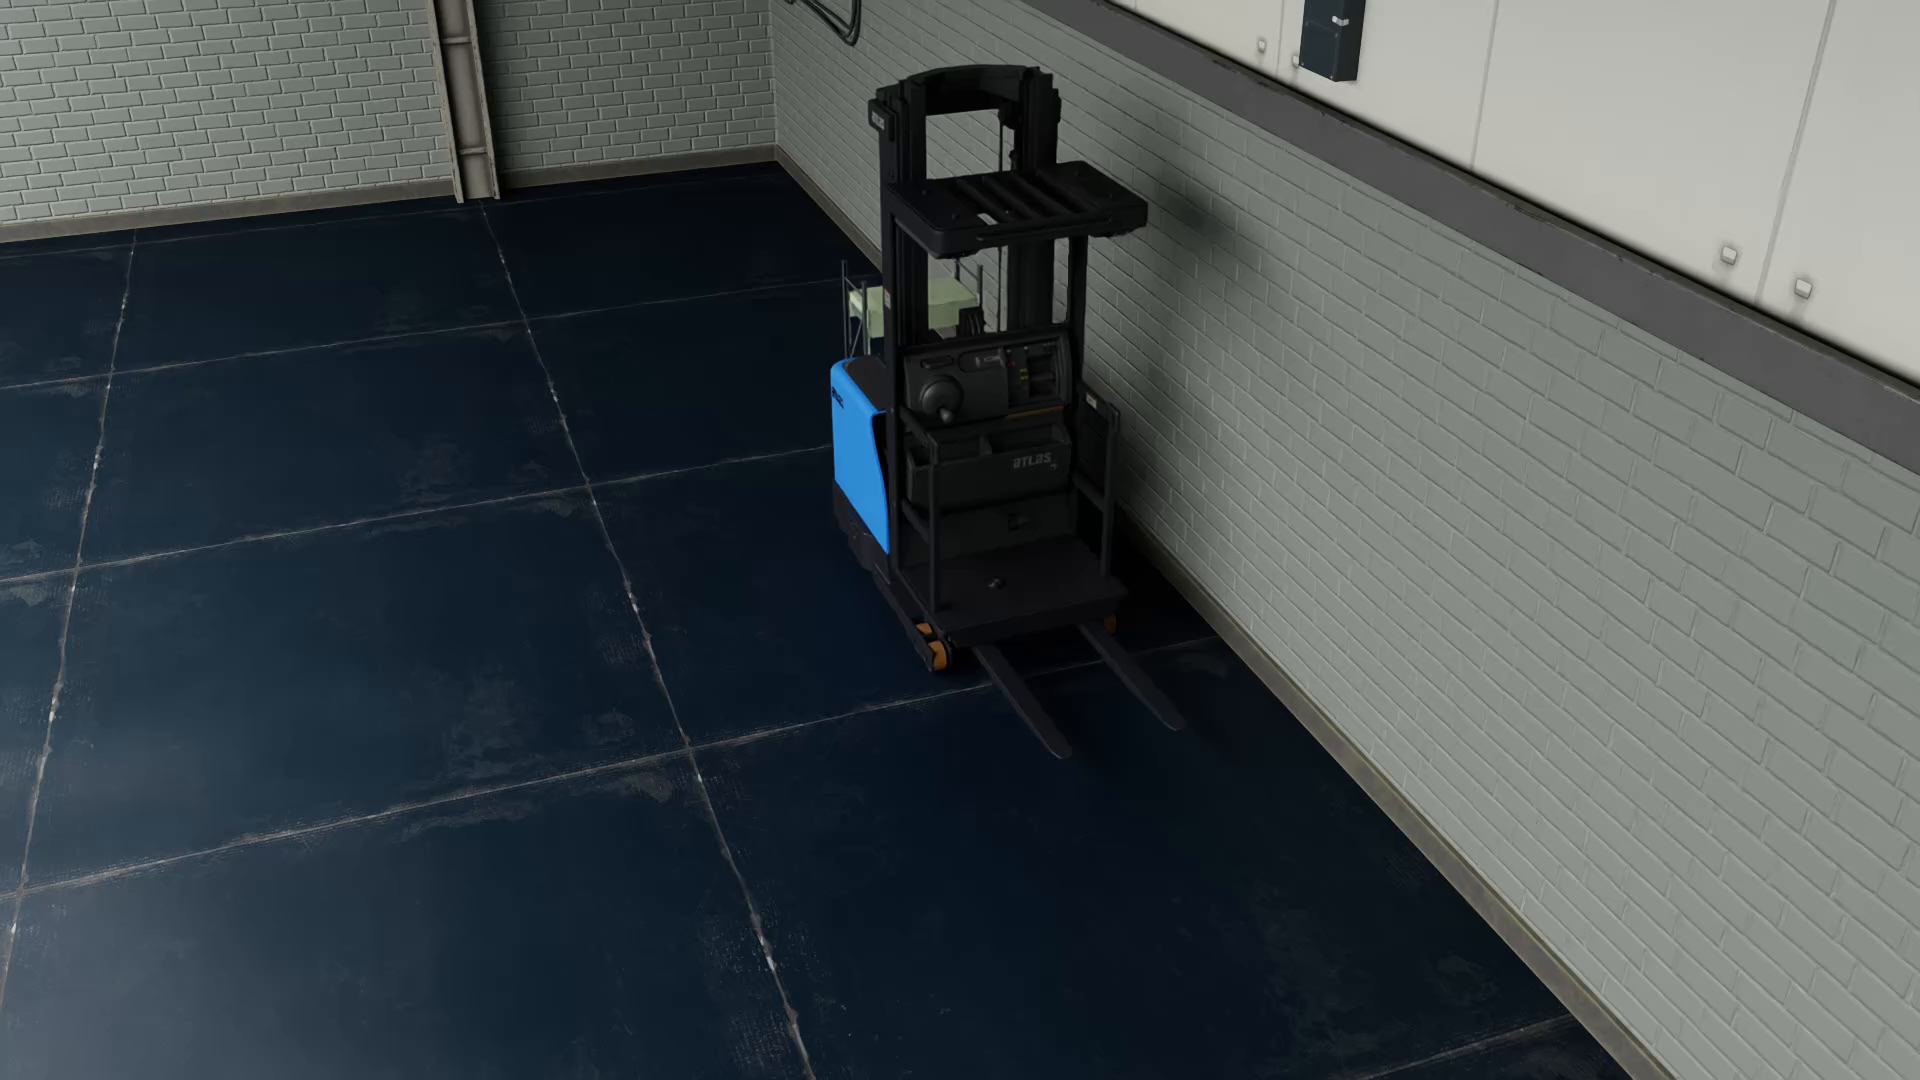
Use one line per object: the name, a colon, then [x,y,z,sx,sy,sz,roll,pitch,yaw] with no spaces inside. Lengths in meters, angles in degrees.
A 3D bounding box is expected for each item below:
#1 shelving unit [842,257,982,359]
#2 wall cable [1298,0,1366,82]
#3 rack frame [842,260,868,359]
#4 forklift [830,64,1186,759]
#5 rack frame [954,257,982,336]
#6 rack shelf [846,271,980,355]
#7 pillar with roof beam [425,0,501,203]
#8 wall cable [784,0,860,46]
shelving unit: [-0.290,-1.016,10.368,0.755,1.500,0.431,-11,32,-19]
wall cable: [1.917,-4.157,4.872,0.169,6.003,2.305,-10,31,-18]
rack frame: [-0.630,-0.948,10.249,0.023,1.500,0.400,-11,32,-19]
forklift: [0.232,-0.806,8.555,1.130,2.935,3.031,-11,31,-19]
rack frame: [0.049,-1.084,10.487,0.023,1.500,0.400,-11,32,-19]
rack shelf: [-0.290,-1.355,10.175,0.720,0.370,0.431,-11,32,-19]
pillar with roof beam: [-3.099,-5.195,10.128,0.400,9.000,9.100,-10,31,-18]
wall cable: [-1.378,-5.738,14.218,0.112,2.526,3.097,-10,31,-18]
